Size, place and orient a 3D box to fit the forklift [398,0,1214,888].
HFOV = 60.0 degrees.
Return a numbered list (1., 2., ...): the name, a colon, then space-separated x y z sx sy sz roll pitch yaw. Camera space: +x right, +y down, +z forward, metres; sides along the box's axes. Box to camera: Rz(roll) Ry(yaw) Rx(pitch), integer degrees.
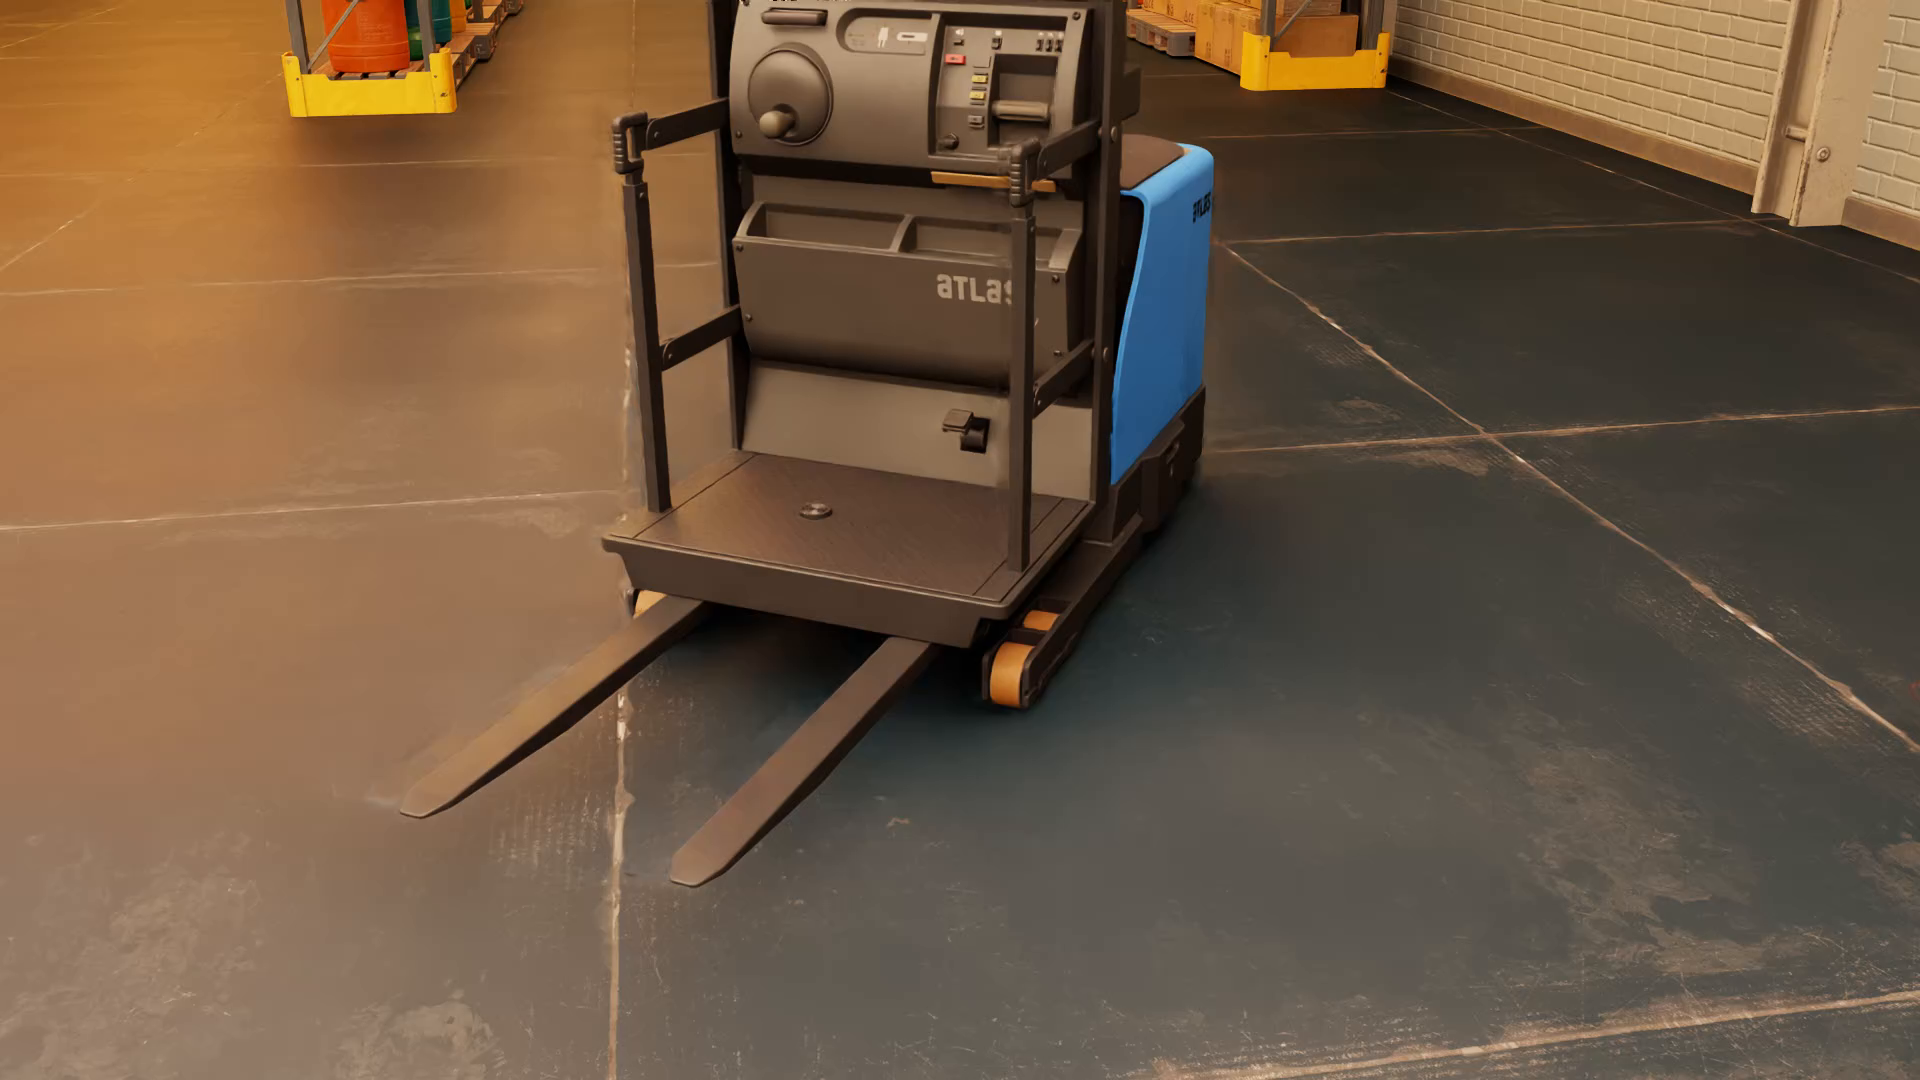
1. forklift: -0.220 -1.120 3.921 1.130 2.935 3.031 9 25 20
